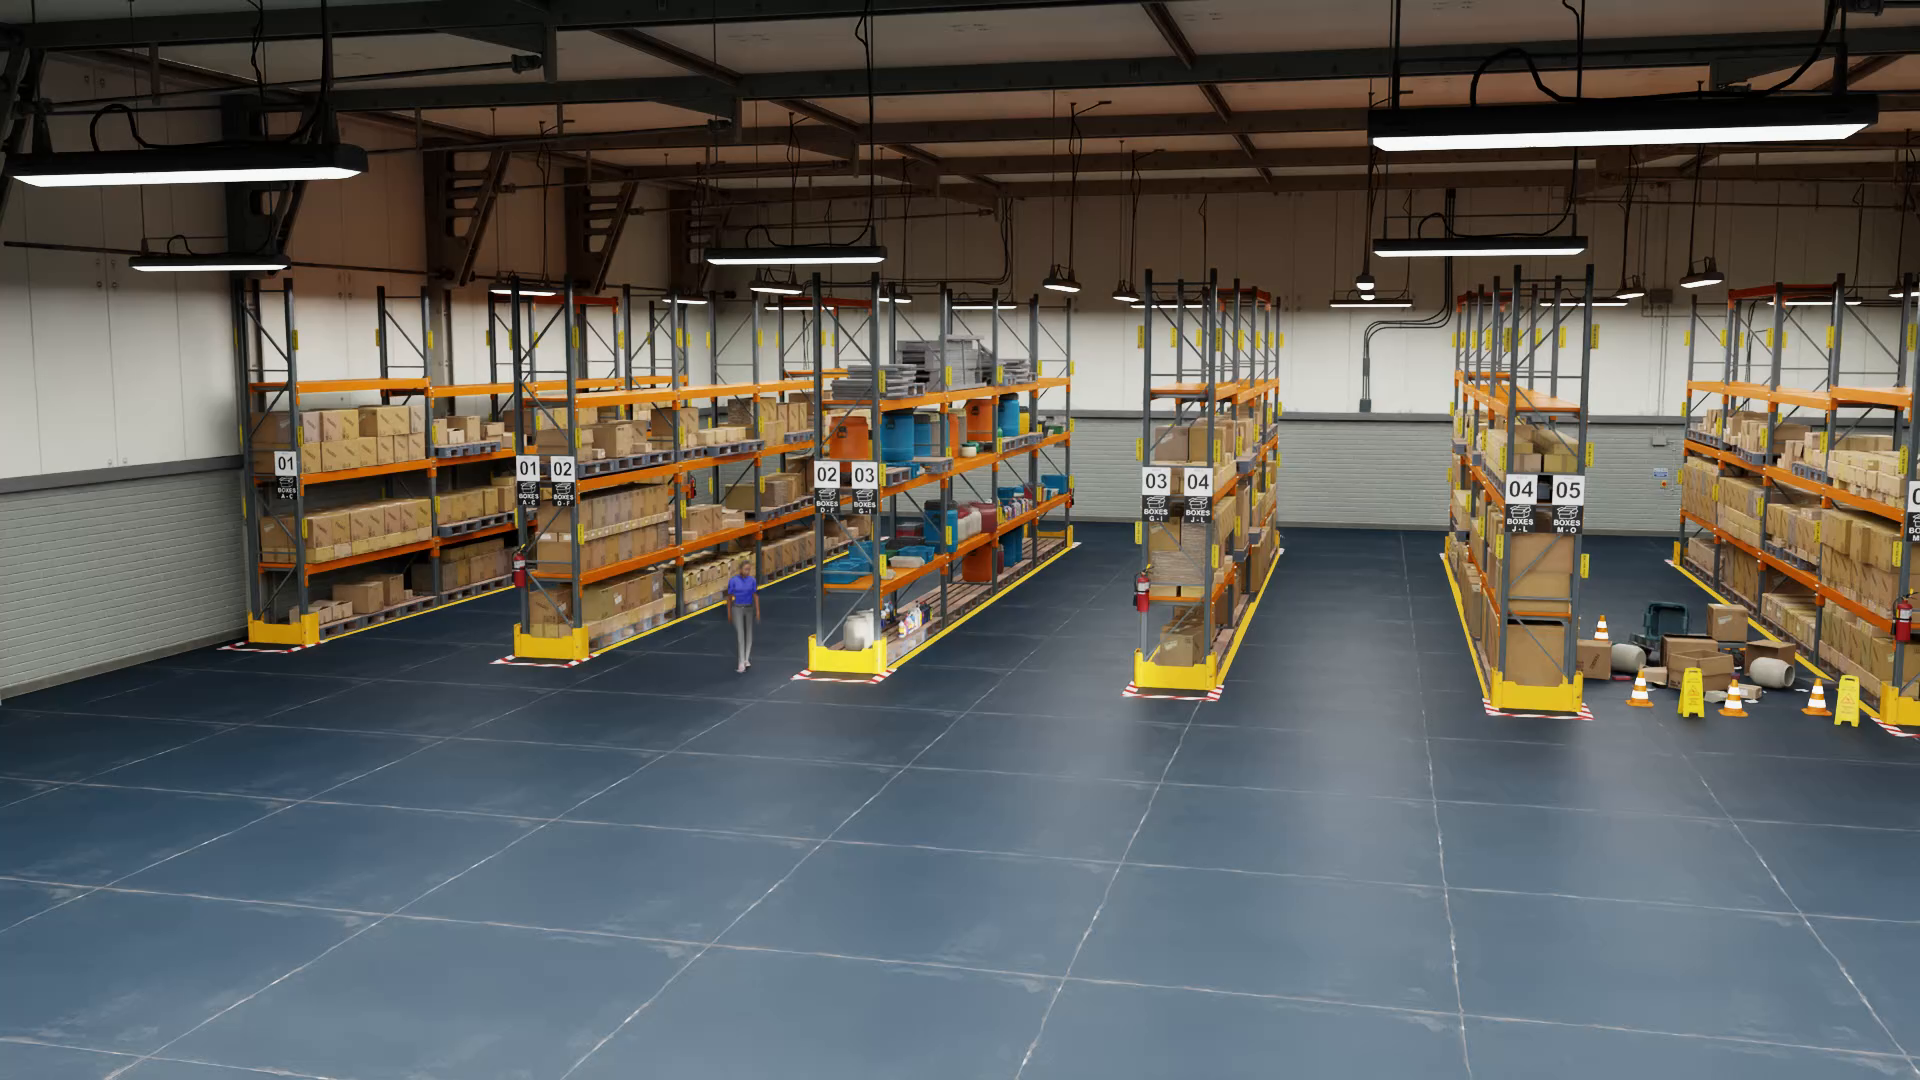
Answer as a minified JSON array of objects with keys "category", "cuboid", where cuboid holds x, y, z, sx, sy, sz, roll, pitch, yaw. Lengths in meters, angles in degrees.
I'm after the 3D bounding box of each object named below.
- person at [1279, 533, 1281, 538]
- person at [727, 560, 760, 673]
[{"category":"person","cuboid":[7.436,-0.633,40.413,0.745,1.571,0.390,2,7,15]},{"category":"person","cuboid":[-3.276,1.158,25.398,0.471,1.690,0.610,-3,8,-26]}]
